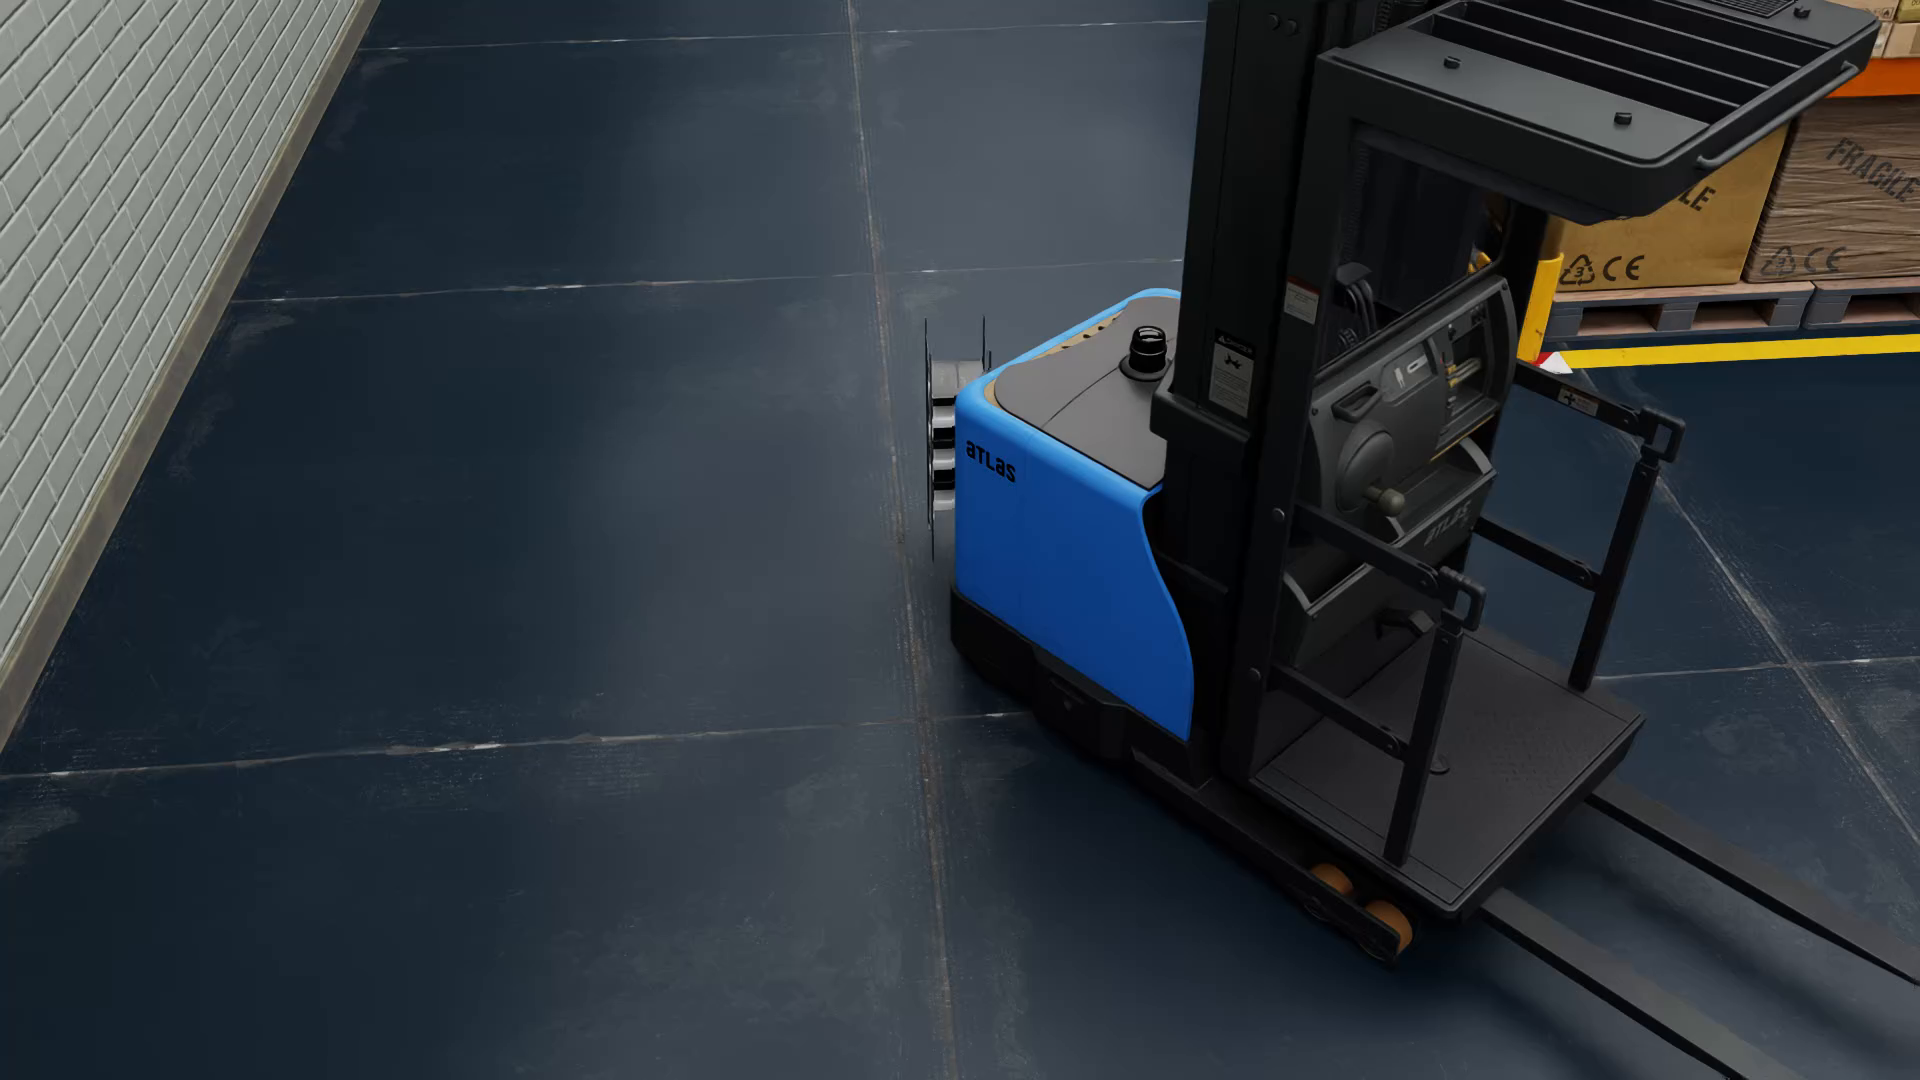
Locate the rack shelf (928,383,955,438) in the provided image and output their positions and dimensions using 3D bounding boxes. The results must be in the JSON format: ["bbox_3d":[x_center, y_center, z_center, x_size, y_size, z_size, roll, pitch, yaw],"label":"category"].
[{"bbox_3d":[-0.008,-0.468,5.880,0.200,0.077,0.258,-3,38,-4],"label":"rack shelf"}]

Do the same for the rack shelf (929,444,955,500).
[{"bbox_3d":[-0.008,-0.256,6.047,0.200,0.077,0.258,-3,38,-4],"label":"rack shelf"}]

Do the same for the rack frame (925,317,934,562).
[{"bbox_3d":[-0.109,-0.347,5.964,0.006,0.900,0.240,-3,38,-4],"label":"rack frame"}]

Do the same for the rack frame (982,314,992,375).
[{"bbox_3d":[0.093,-0.358,5.978,0.006,0.900,0.240,-3,38,-4],"label":"rack frame"}]

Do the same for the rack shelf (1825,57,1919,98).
[{"bbox_3d":[4.325,-2.126,7.104,4.000,0.370,1.077,-3,38,-4],"label":"rack shelf"}]

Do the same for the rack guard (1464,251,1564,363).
[{"bbox_3d":[2.309,-1.316,7.514,0.348,0.500,1.175,-3,38,-4],"label":"rack guard"}]

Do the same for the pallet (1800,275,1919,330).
[{"bbox_3d":[4.334,-1.361,7.805,1.213,0.211,1.003,-3,38,-4],"label":"pallet"}]

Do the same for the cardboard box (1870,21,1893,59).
[{"bbox_3d":[3.485,-2.060,6.642,0.250,0.149,0.380,-4,38,-5],"label":"cardboard box"}]

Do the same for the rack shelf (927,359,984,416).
[{"bbox_3d":[-0.008,-0.539,5.824,0.200,0.077,0.258,-3,38,-4],"label":"rack shelf"}]

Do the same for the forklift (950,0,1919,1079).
[{"bbox_3d":[1.358,-0.323,4.293,1.130,2.935,3.031,-31,48,-33],"label":"forklift"}]

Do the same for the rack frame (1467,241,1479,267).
[{"bbox_3d":[2.332,-2.299,6.742,0.127,3.000,1.000,-3,38,-4],"label":"rack frame"}]

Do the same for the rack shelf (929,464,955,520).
[{"bbox_3d":[-0.008,-0.185,6.103,0.200,0.077,0.258,-3,38,-4],"label":"rack shelf"}]

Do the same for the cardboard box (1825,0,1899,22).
[{"bbox_3d":[3.352,-2.249,6.560,0.500,0.250,0.500,-4,38,-5],"label":"cardboard box"}]

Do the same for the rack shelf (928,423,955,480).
[{"bbox_3d":[-0.008,-0.327,5.991,0.200,0.077,0.258,-3,38,-4],"label":"rack shelf"}]

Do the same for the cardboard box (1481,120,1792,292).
[{"bbox_3d":[2.963,-1.714,7.377,0.875,0.875,0.875,-3,38,-4],"label":"cardboard box"}]

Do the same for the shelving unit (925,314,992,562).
[{"bbox_3d":[-0.008,-0.353,5.971,0.210,0.900,0.258,-3,38,-4],"label":"shelving unit"}]

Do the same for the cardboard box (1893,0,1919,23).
[{"bbox_3d":[3.853,-2.274,6.592,0.500,0.250,0.500,-4,38,-5],"label":"cardboard box"}]

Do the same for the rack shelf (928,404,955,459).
[{"bbox_3d":[-0.008,-0.397,5.936,0.200,0.077,0.258,-3,38,-4],"label":"rack shelf"}]

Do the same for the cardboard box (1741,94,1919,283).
[{"bbox_3d":[3.869,-1.764,7.440,0.875,0.875,0.875,-3,38,-4],"label":"cardboard box"}]

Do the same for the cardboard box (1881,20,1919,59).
[{"bbox_3d":[3.739,-2.073,6.659,0.250,0.149,0.380,-4,38,-5],"label":"cardboard box"}]

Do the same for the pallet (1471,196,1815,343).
[{"bbox_3d":[3.122,-1.296,7.722,1.213,0.211,1.003,-3,38,-4],"label":"pallet"}]
